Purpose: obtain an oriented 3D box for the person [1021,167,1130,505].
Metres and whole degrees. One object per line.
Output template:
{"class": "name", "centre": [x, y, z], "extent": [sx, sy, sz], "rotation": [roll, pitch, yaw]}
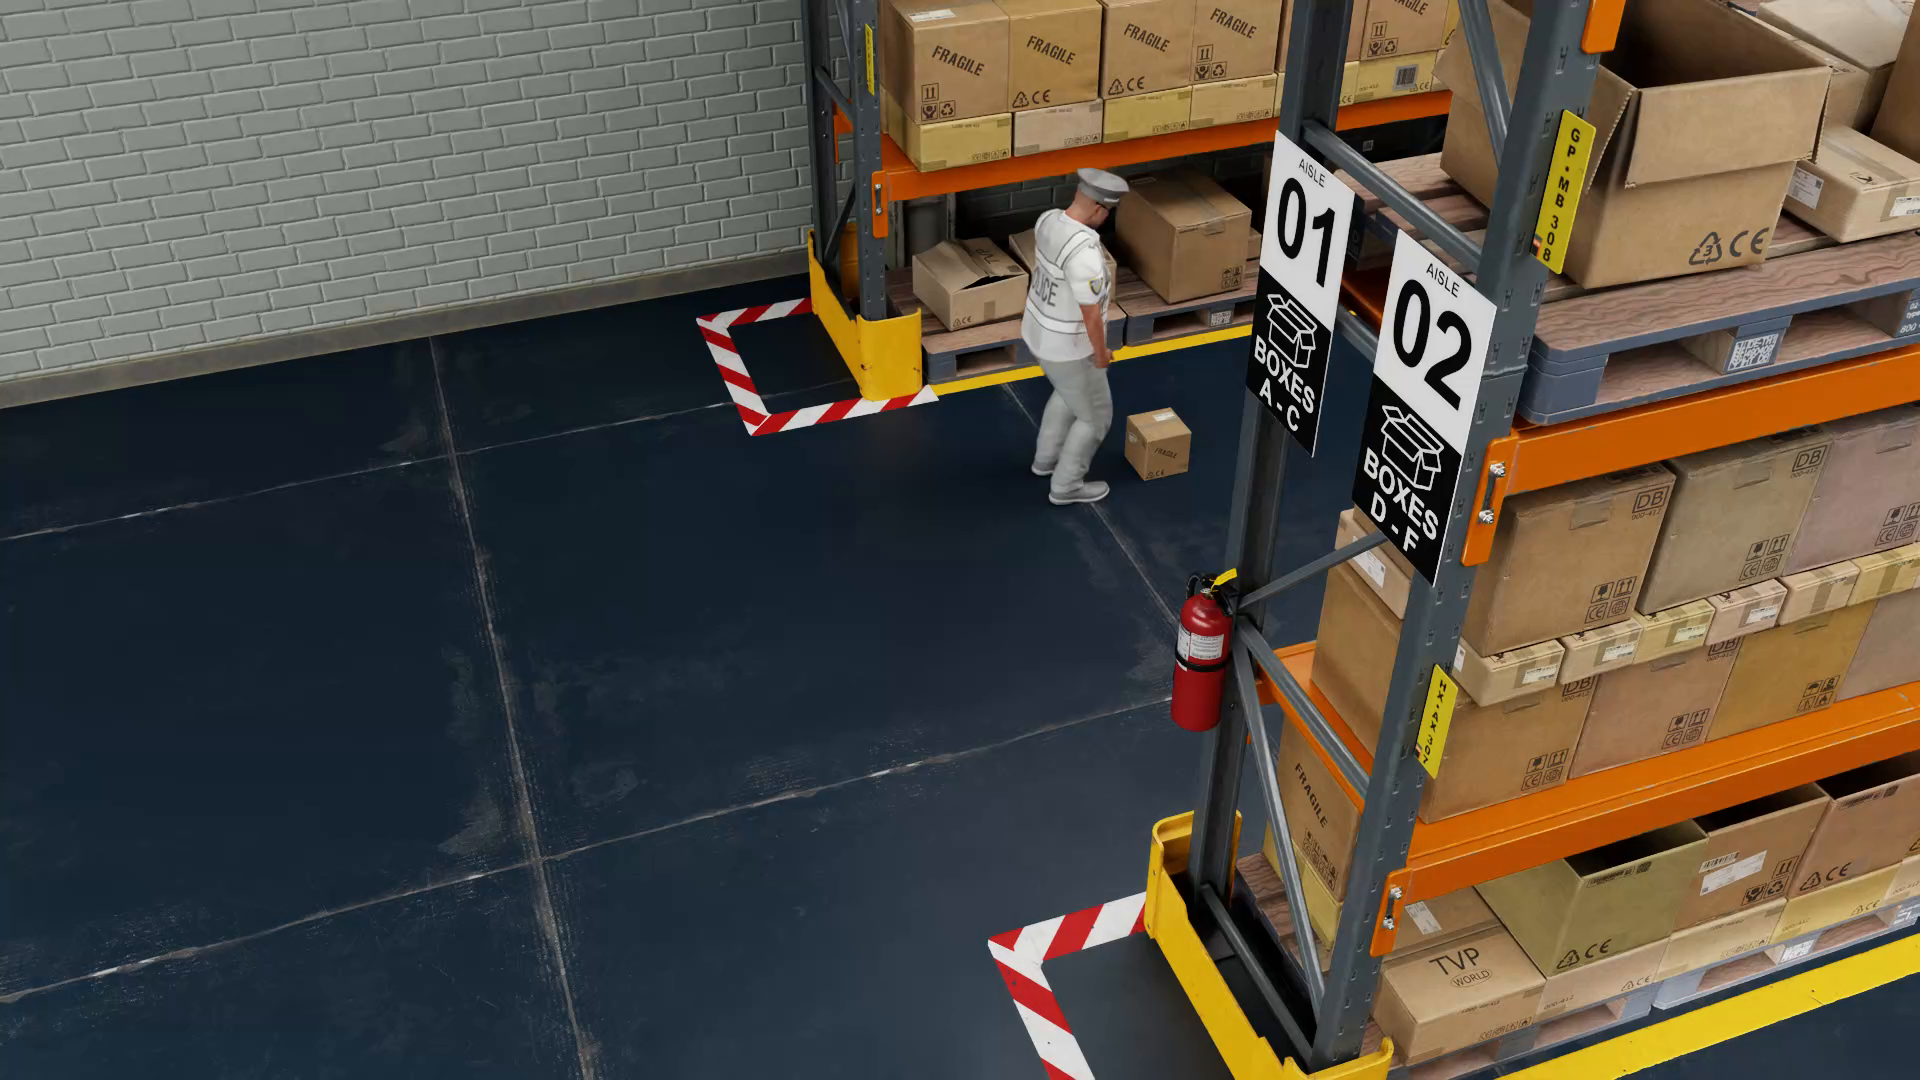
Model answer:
{"class": "person", "centre": [0.545, -0.986, 8.110], "extent": [0.475, 1.710, 0.554], "rotation": [-12, 39, -15]}
